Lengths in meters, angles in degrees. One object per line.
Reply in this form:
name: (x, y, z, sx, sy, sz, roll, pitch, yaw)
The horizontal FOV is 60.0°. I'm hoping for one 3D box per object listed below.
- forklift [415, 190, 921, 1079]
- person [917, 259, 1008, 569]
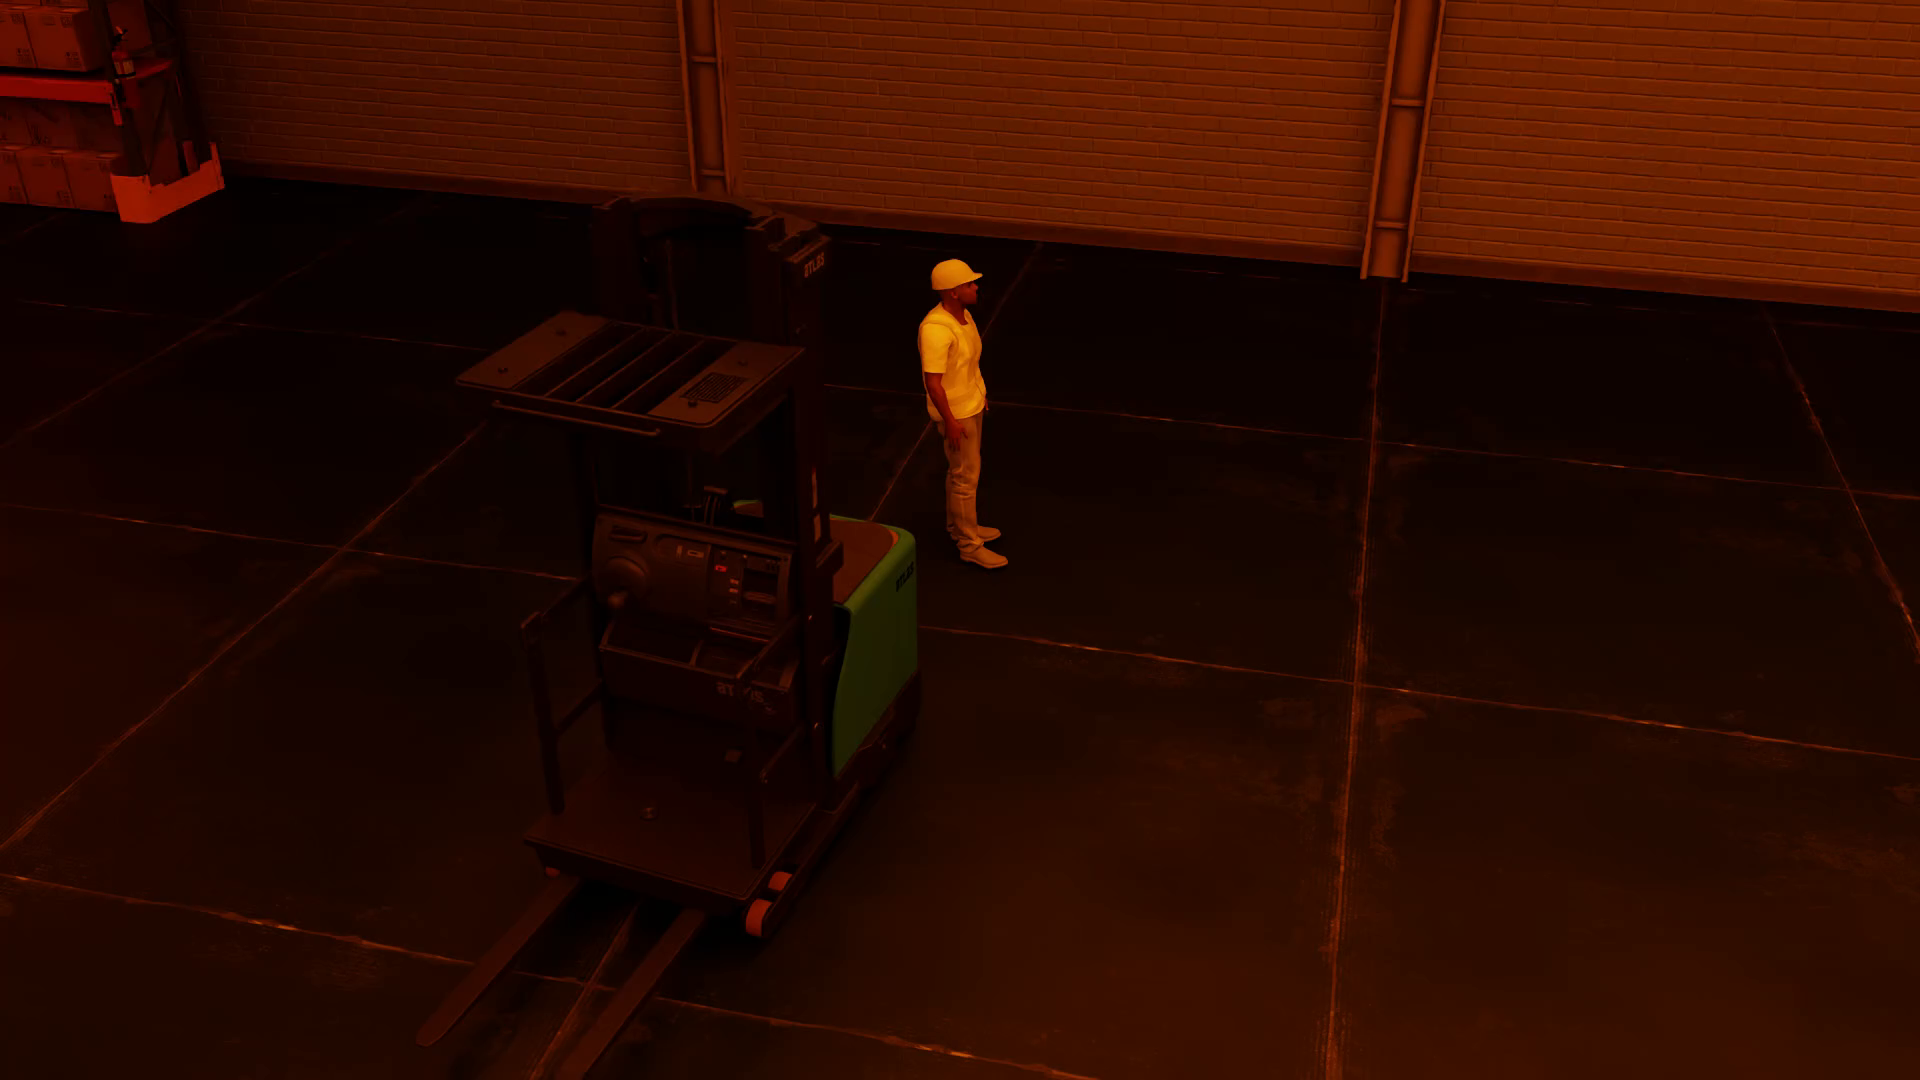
forklift: (-1.210, 0.197, 6.823, 1.130, 2.935, 3.031, 11, 31, 19)
person: (0.066, -0.764, 9.684, 0.577, 1.765, 0.665, 7, 30, 12)
